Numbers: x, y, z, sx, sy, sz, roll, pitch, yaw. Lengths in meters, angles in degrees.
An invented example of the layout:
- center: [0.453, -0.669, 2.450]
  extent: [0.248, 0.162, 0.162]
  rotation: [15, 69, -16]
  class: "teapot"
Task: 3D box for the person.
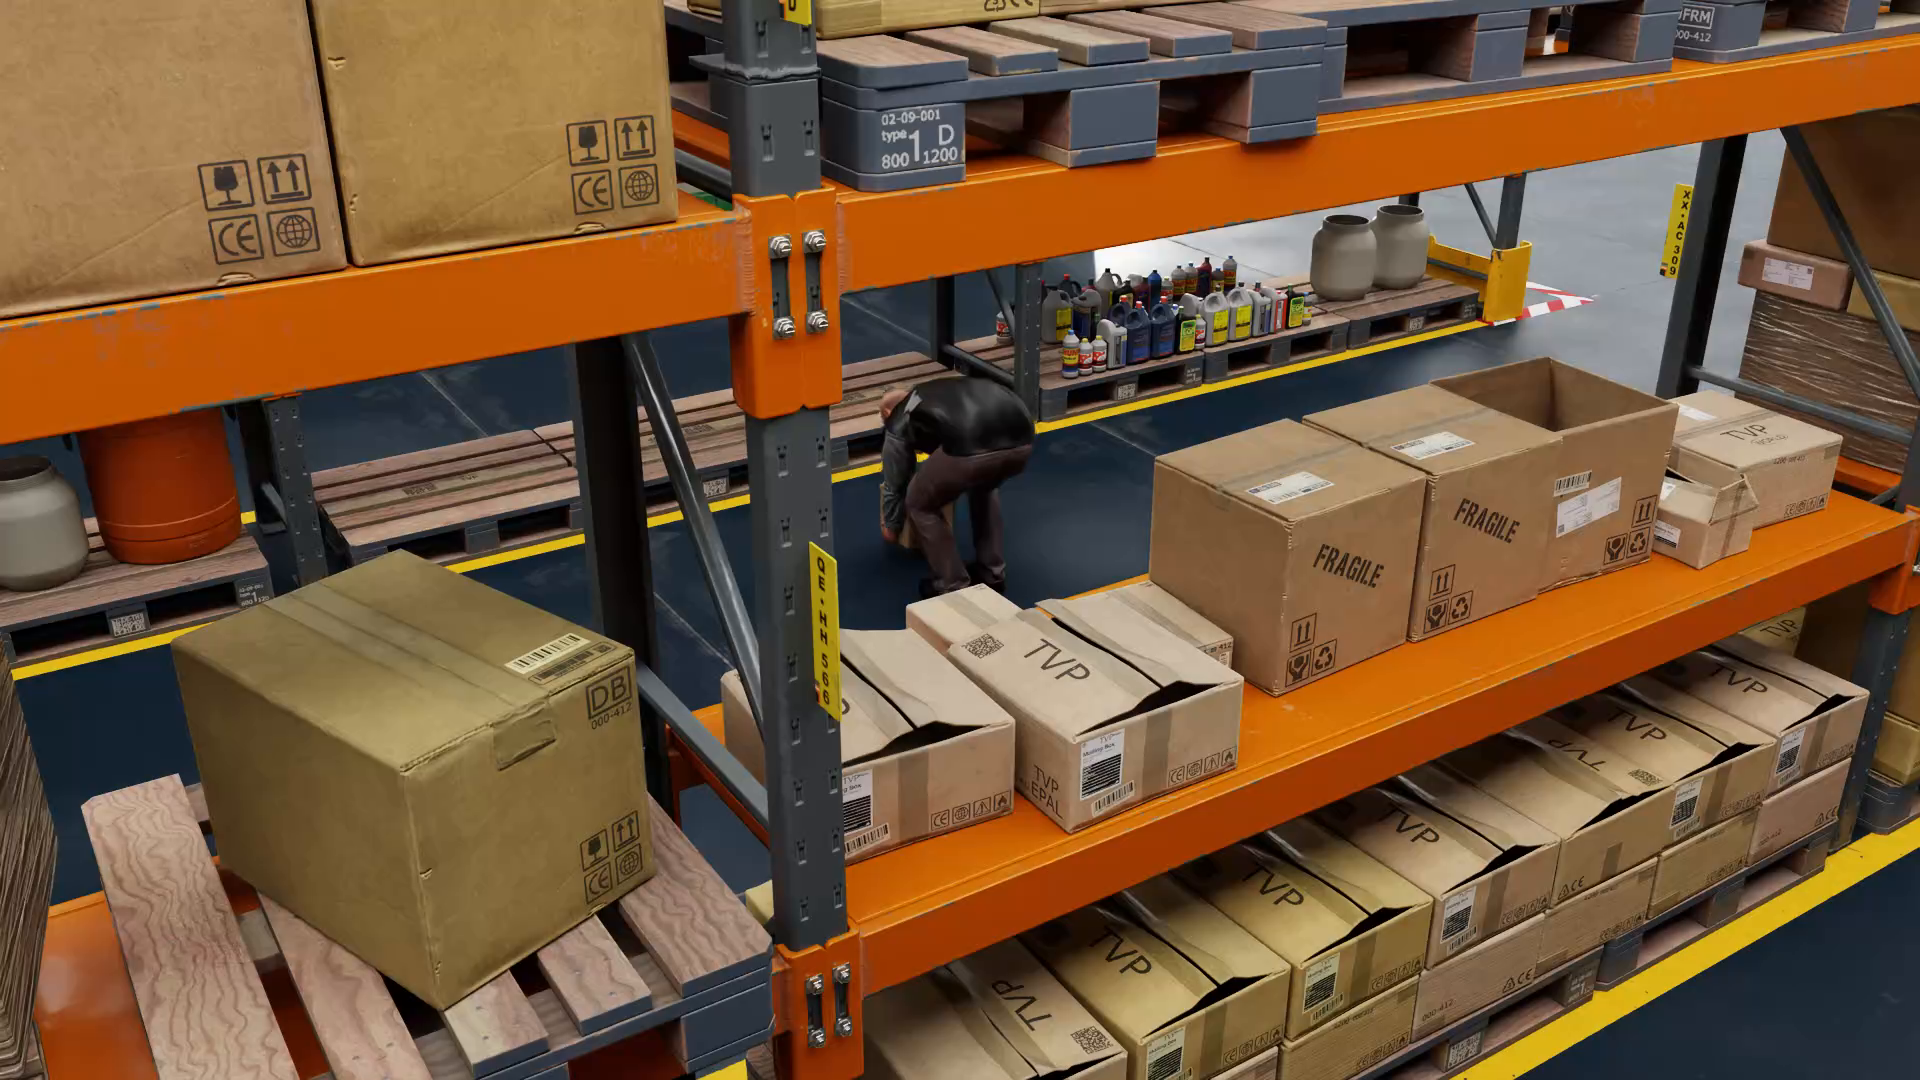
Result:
- center: [-0.069, -0.280, 7.559]
  extent: [0.493, 1.027, 0.950]
  rotation: [-17, 30, -32]
  class: "person"
